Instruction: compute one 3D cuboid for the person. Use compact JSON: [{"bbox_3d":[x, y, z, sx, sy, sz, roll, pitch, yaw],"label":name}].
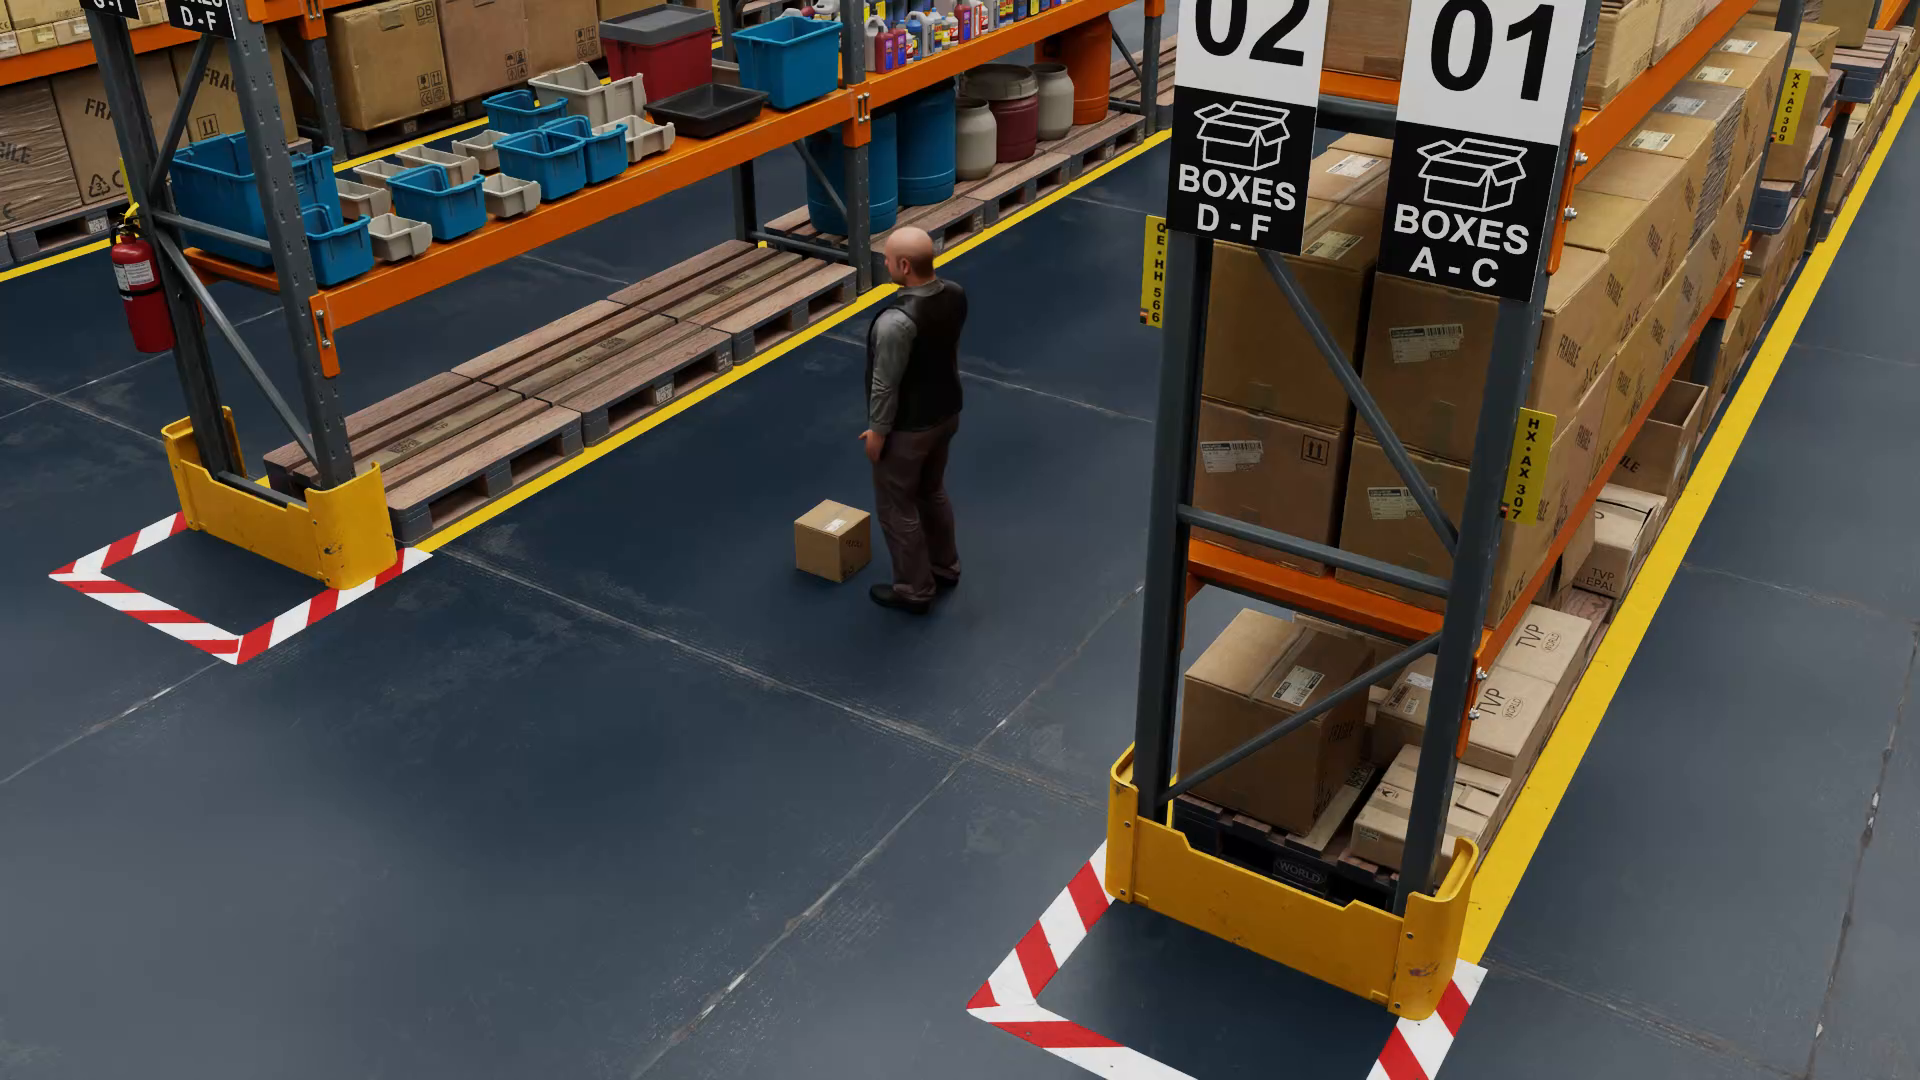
[{"bbox_3d":[-0.201,-0.496,7.017,0.358,1.713,0.534,18,35,28],"label":"person"}]
